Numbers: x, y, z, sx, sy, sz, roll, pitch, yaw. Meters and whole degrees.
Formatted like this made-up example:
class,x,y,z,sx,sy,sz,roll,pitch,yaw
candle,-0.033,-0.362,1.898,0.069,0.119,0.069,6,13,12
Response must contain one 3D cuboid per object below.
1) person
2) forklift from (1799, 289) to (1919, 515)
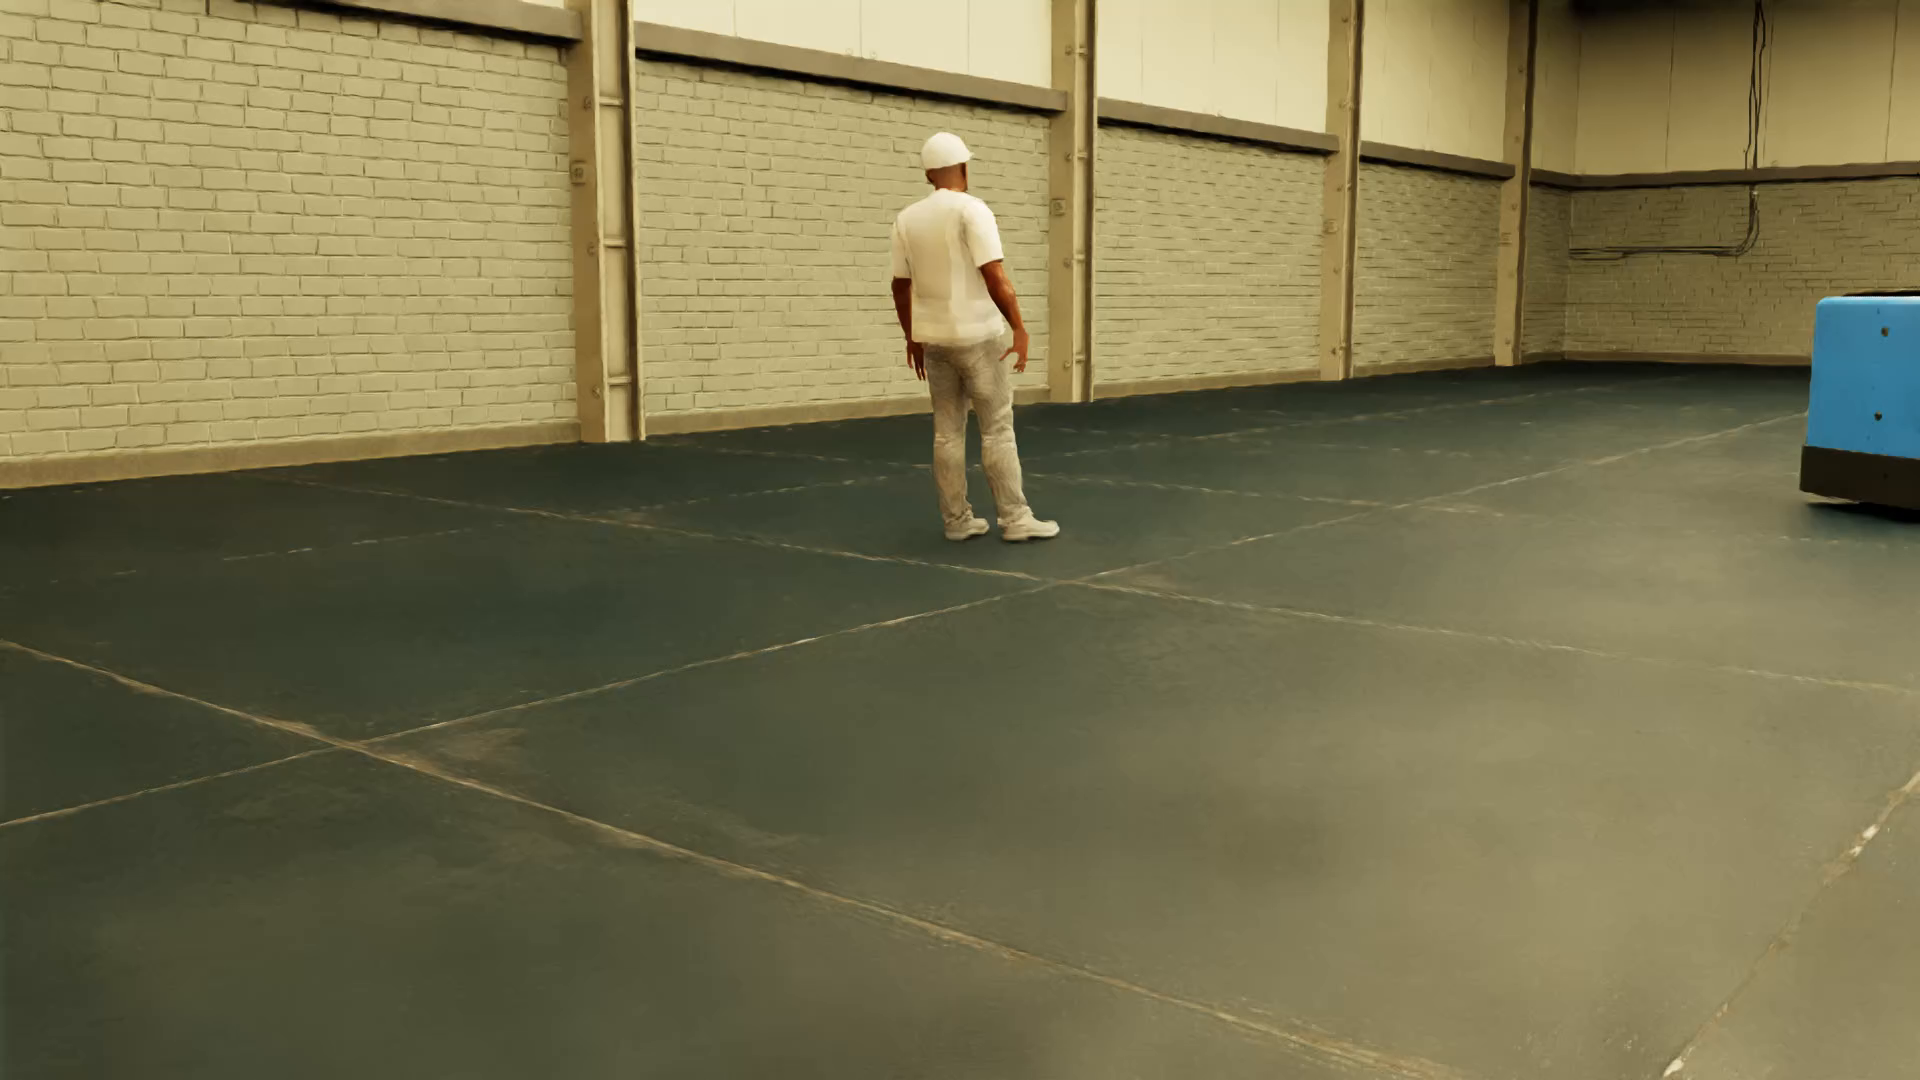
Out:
class,x,y,z,sx,sy,sz,roll,pitch,yaw
person,0.048,-0.888,7.326,0.665,1.766,0.576,7,11,38
forklift,5.941,-1.612,8.297,3.031,2.935,1.130,-2,8,-11
